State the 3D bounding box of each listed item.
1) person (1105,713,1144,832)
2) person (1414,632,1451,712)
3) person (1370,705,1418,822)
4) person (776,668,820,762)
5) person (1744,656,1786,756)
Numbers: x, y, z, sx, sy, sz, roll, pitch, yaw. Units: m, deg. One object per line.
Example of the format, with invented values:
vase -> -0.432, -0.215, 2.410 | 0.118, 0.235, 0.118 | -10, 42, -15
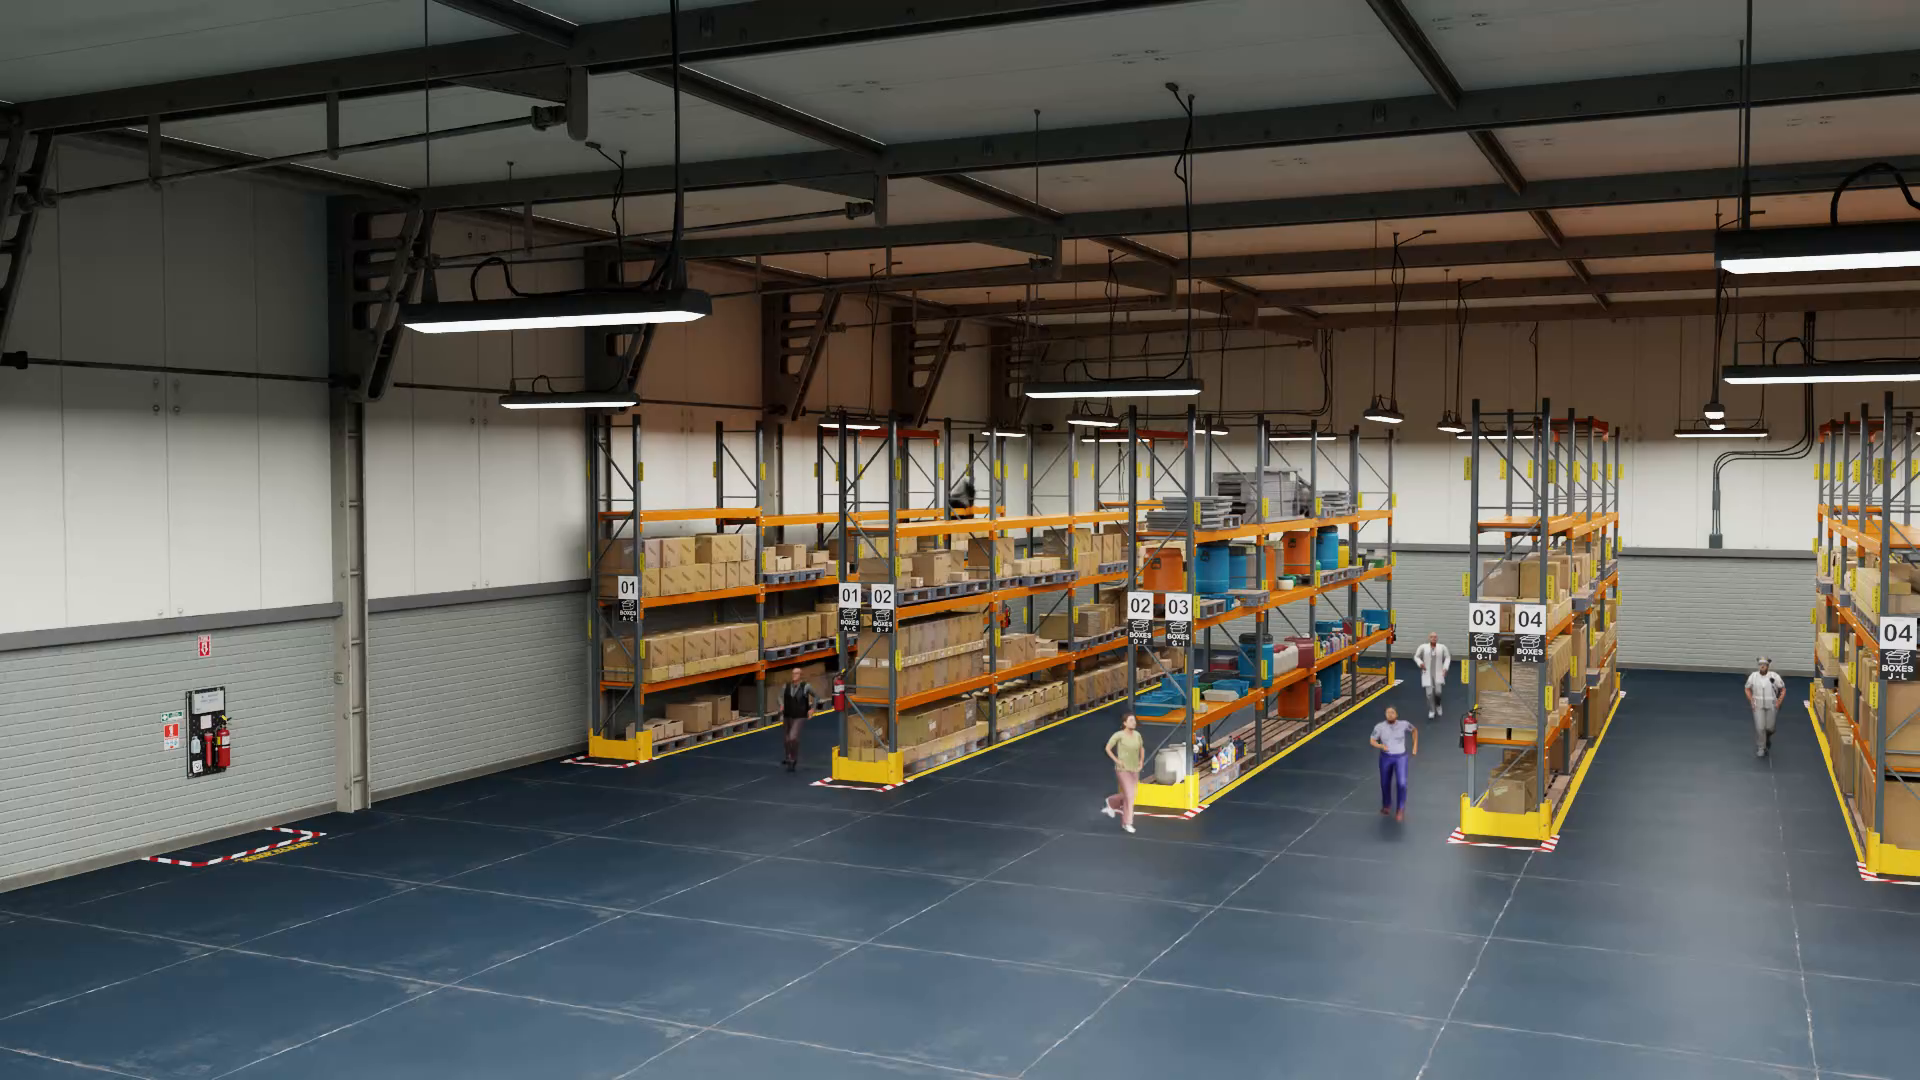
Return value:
person -> 2.316, 3.240, 23.423 | 0.616, 1.653, 0.723 | -1, 3, -31
person -> 9.602, 2.712, 33.815 | 0.724, 1.659, 0.586 | 1, 2, 15
person -> 6.227, 3.197, 23.906 | 0.656, 1.643, 0.709 | 1, 2, 18
person -> -2.757, 2.940, 27.881 | 0.694, 1.589, 0.717 | 1, 2, 18
person -> 14.234, 2.932, 29.417 | 0.661, 1.745, 0.564 | 1, 3, 28
